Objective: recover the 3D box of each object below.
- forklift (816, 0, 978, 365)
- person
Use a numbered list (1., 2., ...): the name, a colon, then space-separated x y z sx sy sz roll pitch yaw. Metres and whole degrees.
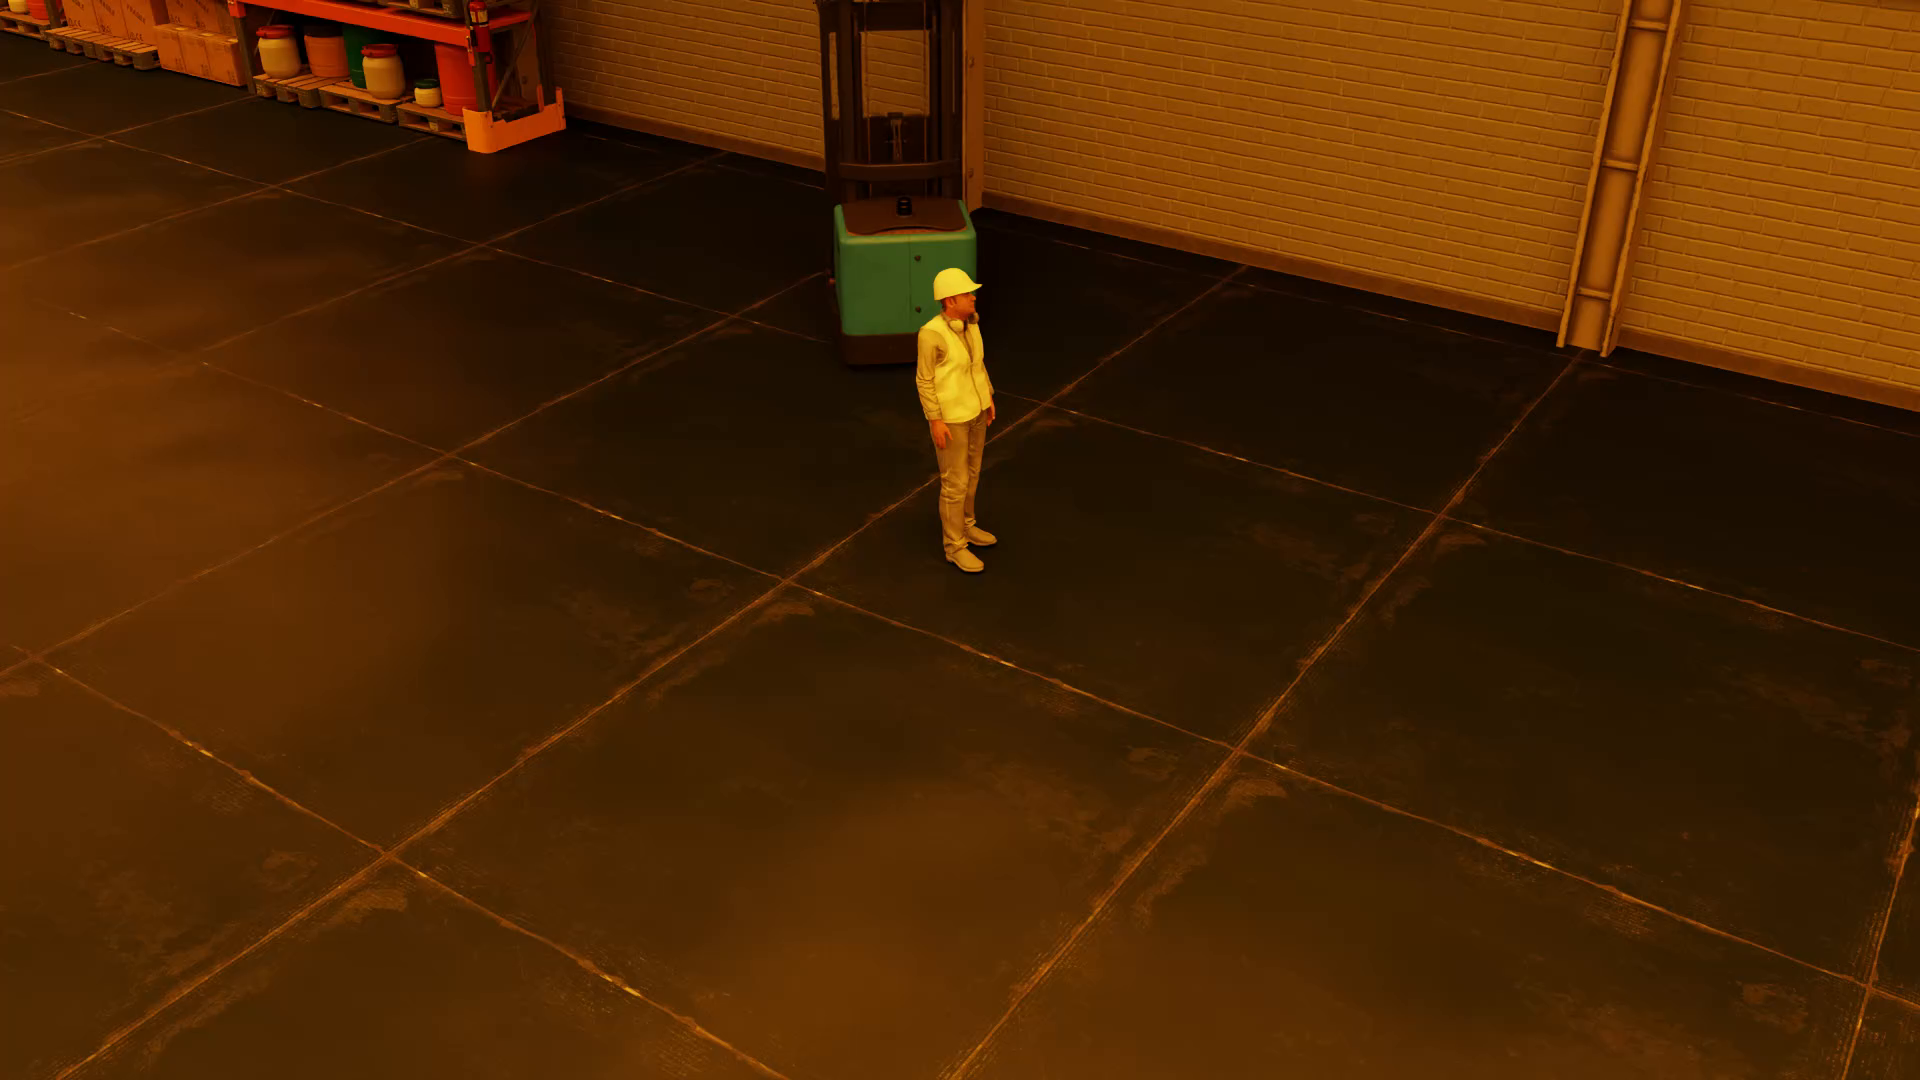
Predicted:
1. forklift: -0.555 -3.314 13.288 1.130 2.935 3.031 -4 30 -6
2. person: 0.047 -0.752 10.015 0.568 1.773 0.632 19 35 29
